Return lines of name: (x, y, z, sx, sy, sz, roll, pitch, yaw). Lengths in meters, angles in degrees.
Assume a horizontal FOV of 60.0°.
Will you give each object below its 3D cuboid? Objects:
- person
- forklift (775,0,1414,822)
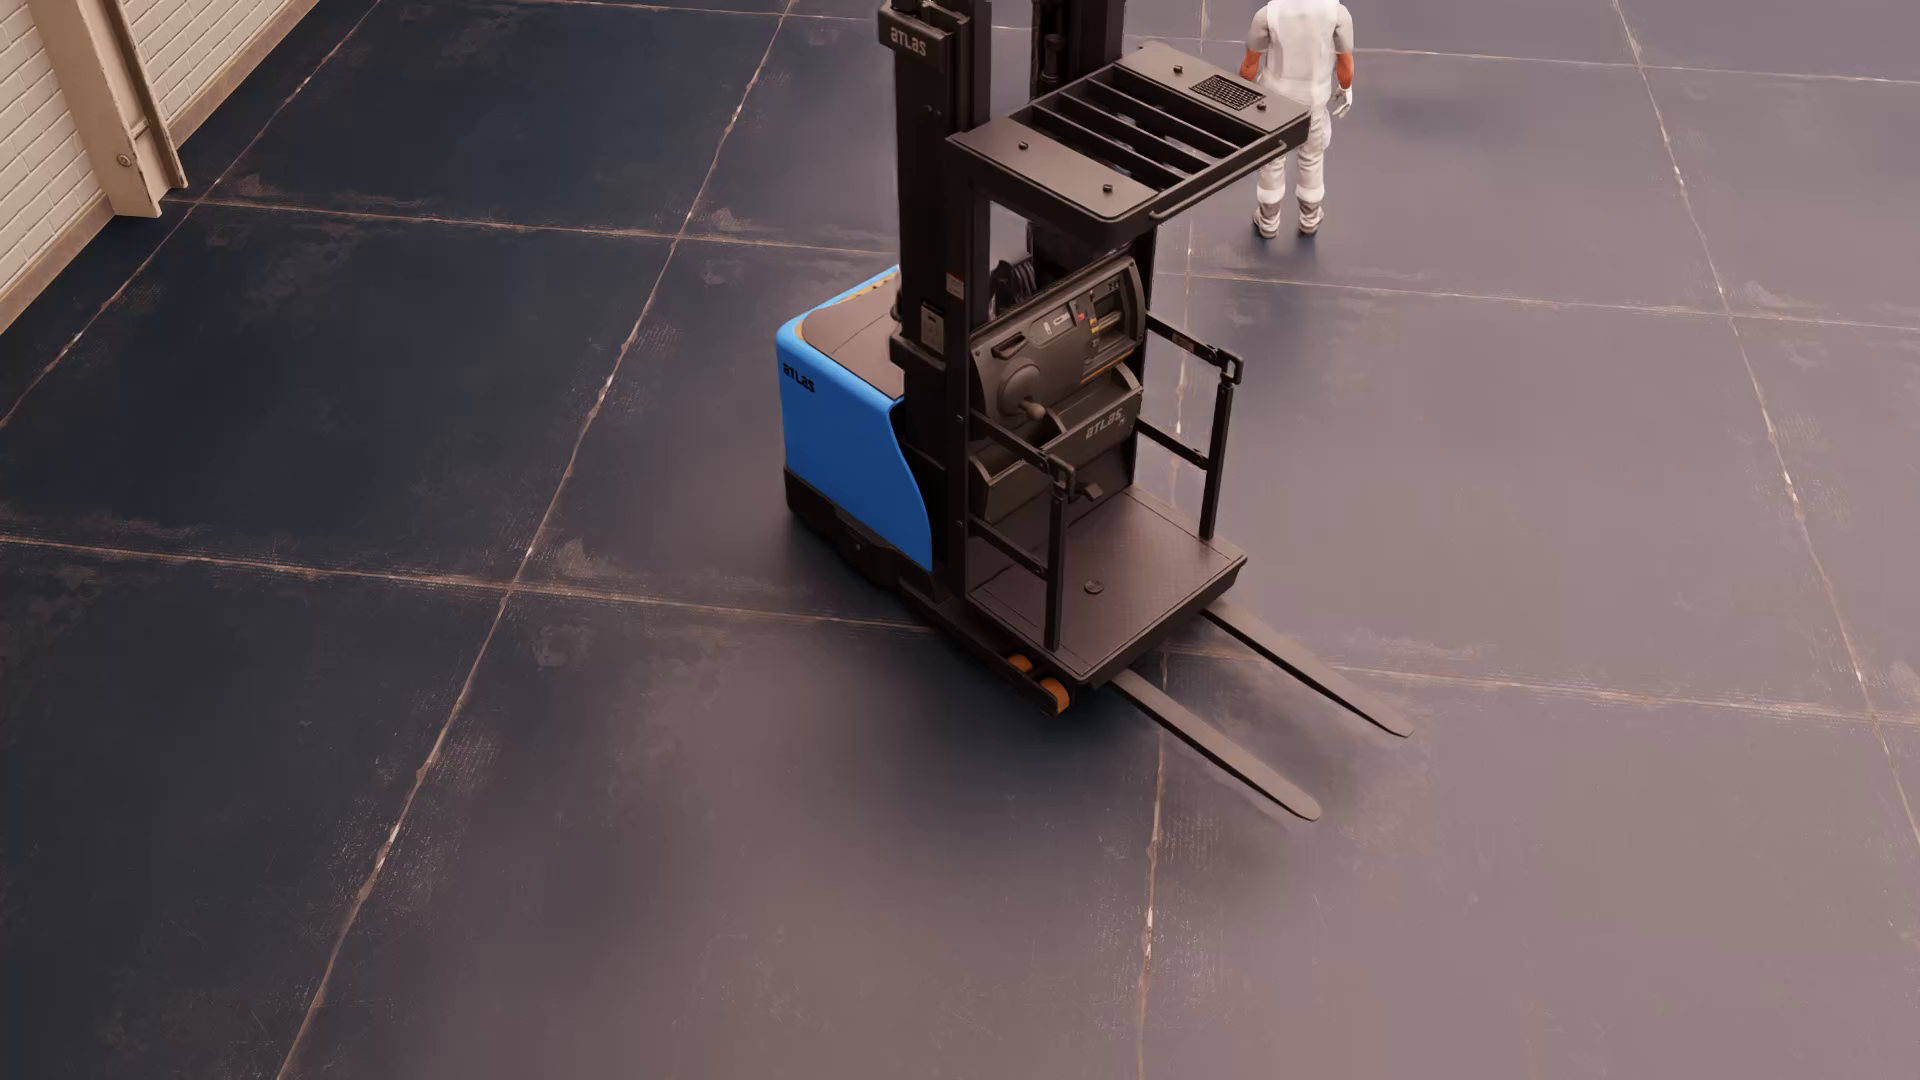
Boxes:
person: (1.869, -2.505, 9.290, 0.636, 1.792, 0.541, 6, 43, 6)
forklift: (0.549, -0.728, 6.517, 1.130, 2.935, 3.031, -33, 52, -31)
